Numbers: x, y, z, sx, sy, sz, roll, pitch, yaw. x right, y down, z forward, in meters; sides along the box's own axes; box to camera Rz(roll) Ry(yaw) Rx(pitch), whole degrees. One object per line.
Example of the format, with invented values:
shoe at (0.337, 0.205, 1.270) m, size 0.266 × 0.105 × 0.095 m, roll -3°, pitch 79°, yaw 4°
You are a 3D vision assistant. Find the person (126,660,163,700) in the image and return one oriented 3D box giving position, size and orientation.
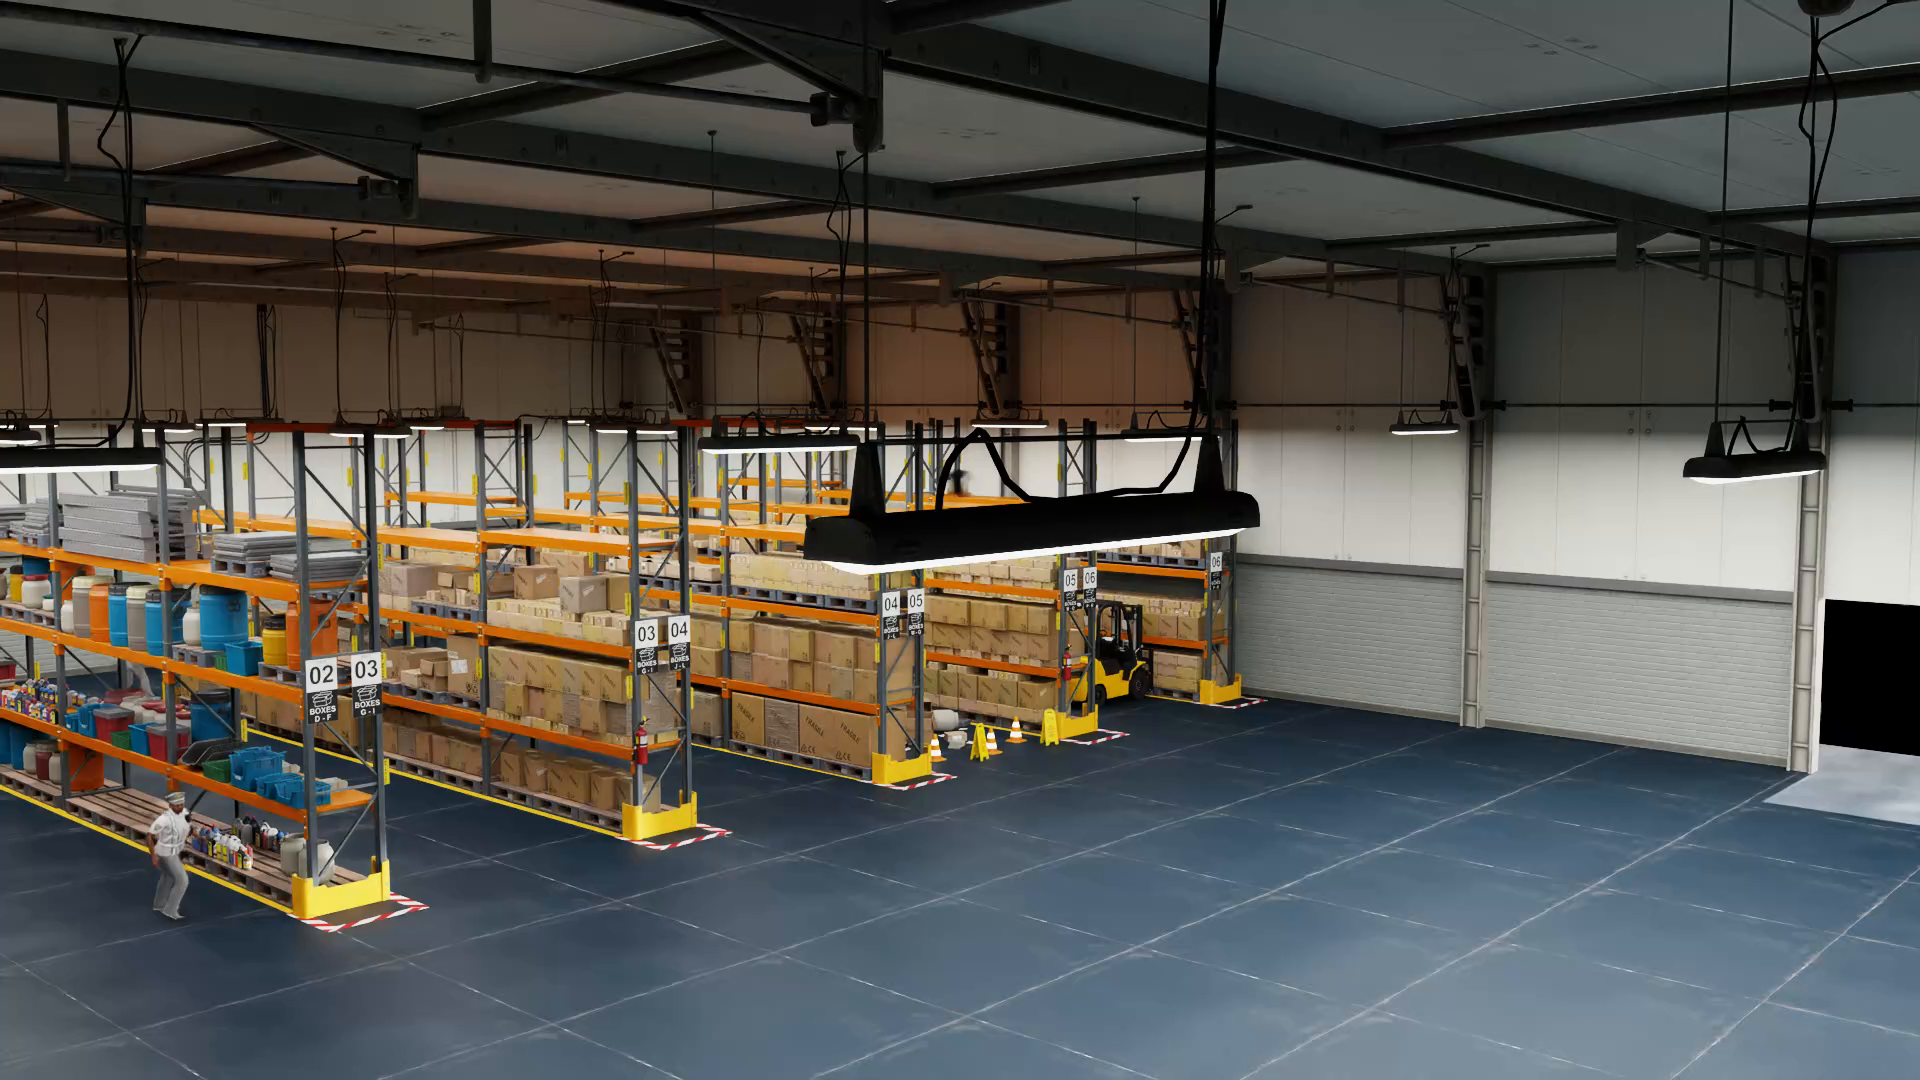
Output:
person at (-17.435, 2.563, 35.049) m, size 0.746 × 1.711 × 0.893 m, roll 4°, pitch 6°, yaw 42°

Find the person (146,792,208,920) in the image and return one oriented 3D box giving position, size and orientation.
person at (-9.686, 3.889, 20.561) m, size 0.792 × 1.637 × 0.596 m, roll 0°, pitch 5°, yaw -2°
